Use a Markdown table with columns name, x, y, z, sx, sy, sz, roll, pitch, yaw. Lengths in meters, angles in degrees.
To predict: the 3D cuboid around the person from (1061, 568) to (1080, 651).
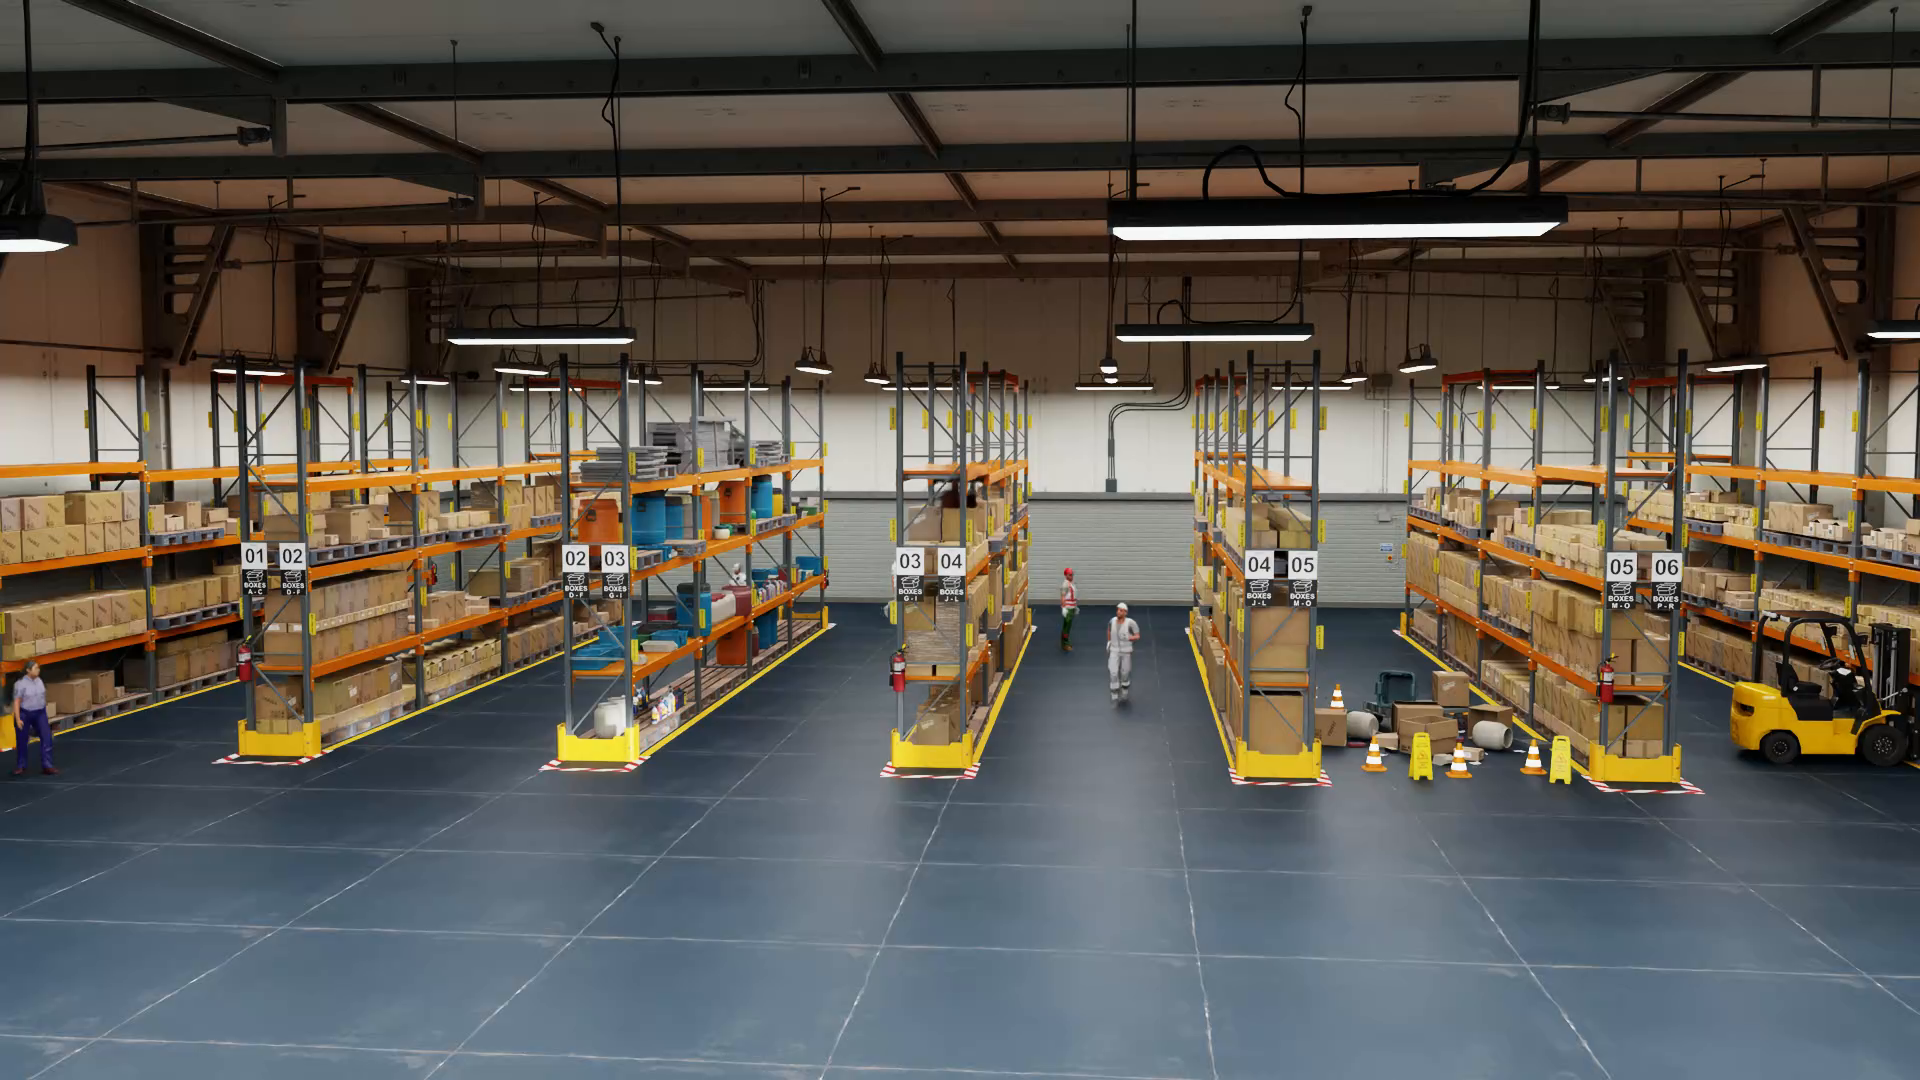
| name | x | y | z | sx | sy | sz | roll | pitch | yaw |
| --- | --- | --- | --- | --- | --- | --- | --- | --- | --- |
| person | 2.390 | 1.517 | 36.566 | 0.378 | 1.818 | 0.624 | 2 | 4 | 21 |

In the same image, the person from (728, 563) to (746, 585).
| name | x | y | z | sx | sy | sz | roll | pitch | yaw |
| --- | --- | --- | --- | --- | --- | --- | --- | --- | --- |
| person | -5.248 | 1.380 | 39.294 | 0.502 | 1.673 | 0.441 | 3 | 5 | 39 |

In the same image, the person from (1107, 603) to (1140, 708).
| name | x | y | z | sx | sy | sz | roll | pitch | yaw |
| --- | --- | --- | --- | --- | --- | --- | --- | --- | --- |
| person | 2.885 | 2.032 | 29.397 | 0.607 | 1.856 | 0.791 | 1 | 4 | 11 |

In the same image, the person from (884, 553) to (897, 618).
| name | x | y | z | sx | sy | sz | roll | pitch | yaw |
| --- | --- | --- | --- | --- | --- | --- | --- | --- | --- |
| person | -1.539 | 1.143 | 41.952 | 0.695 | 1.739 | 0.565 | 1 | 4 | 20 |

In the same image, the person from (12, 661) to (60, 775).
| name | x | y | z | sx | sy | sz | roll | pitch | yaw |
| --- | --- | --- | --- | --- | --- | --- | --- | --- | --- |
| person | -13.175 | 2.519 | 23.617 | 0.614 | 1.627 | 0.536 | 3 | 5 | 36 |
